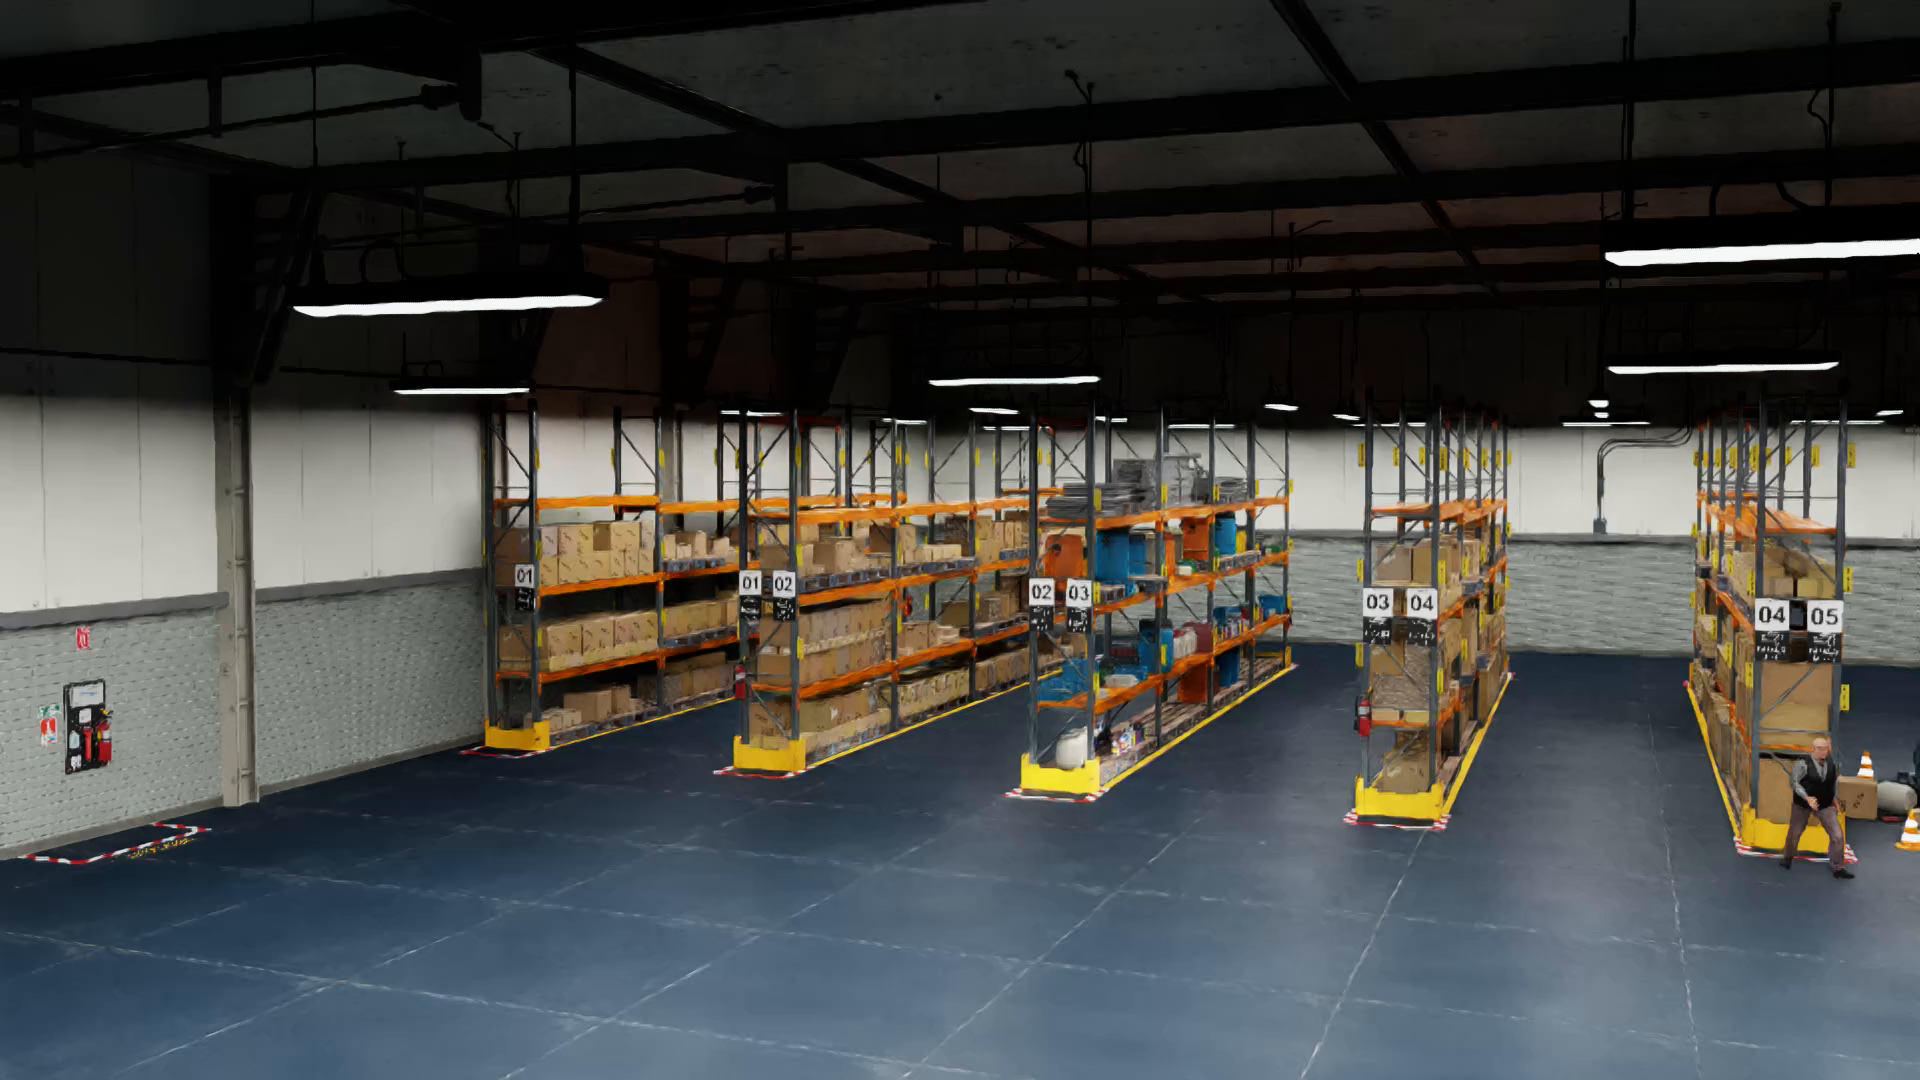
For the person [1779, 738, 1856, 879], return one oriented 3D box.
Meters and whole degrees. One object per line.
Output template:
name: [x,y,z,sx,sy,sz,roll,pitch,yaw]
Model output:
person: [10.262,3.180,19.970,0.683,1.662,0.837,0,3,5]
